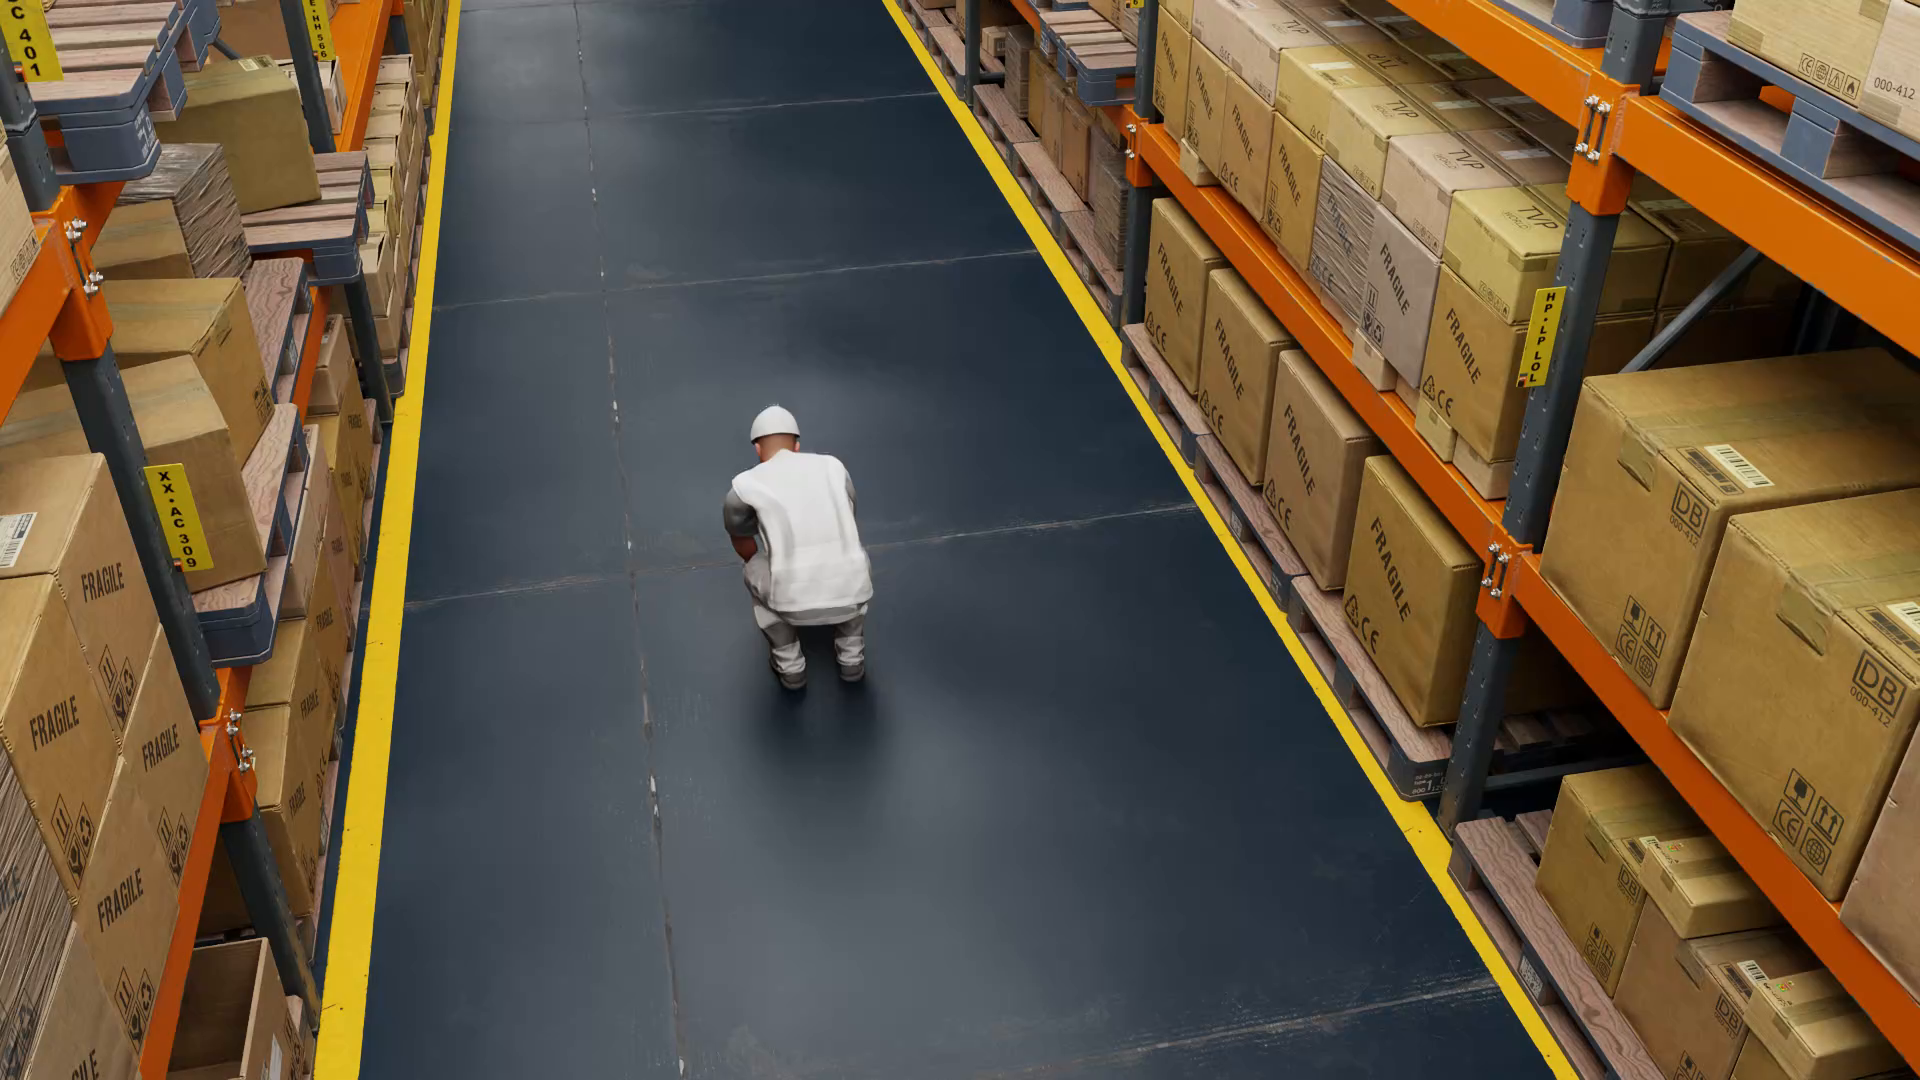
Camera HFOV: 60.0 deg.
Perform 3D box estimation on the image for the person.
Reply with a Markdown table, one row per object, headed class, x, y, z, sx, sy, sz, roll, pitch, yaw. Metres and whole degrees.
| class | x | y | z | sx | sy | sz | roll | pitch | yaw |
| --- | --- | --- | --- | --- | --- | --- | --- | --- | --- |
| person | -0.649 | 0.049 | 6.745 | 0.574 | 1.015 | 0.882 | -7 | 35 | -11 |
